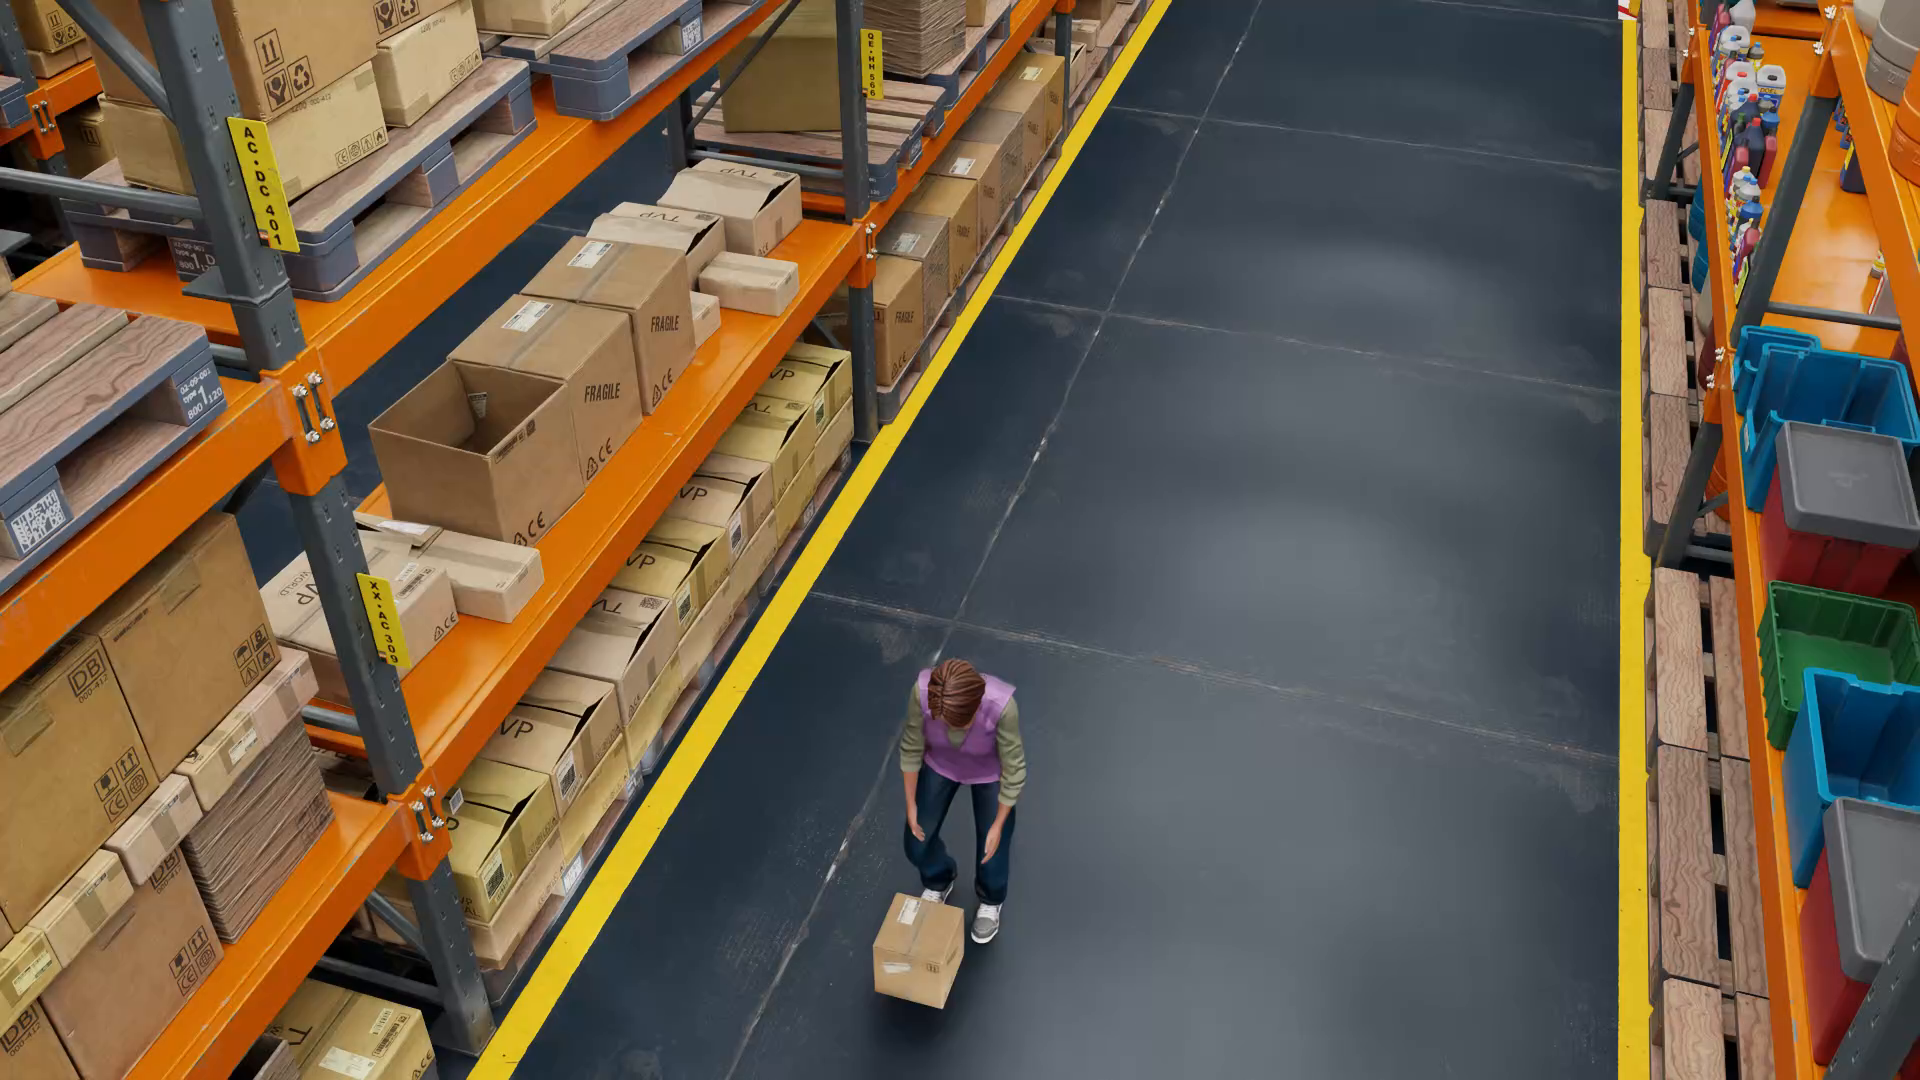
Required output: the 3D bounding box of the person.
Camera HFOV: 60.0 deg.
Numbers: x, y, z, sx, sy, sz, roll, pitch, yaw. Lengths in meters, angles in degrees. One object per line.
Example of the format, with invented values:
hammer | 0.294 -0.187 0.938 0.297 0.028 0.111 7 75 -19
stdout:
person | 0.028 0.886 5.908 0.456 1.408 0.560 11 39 14
